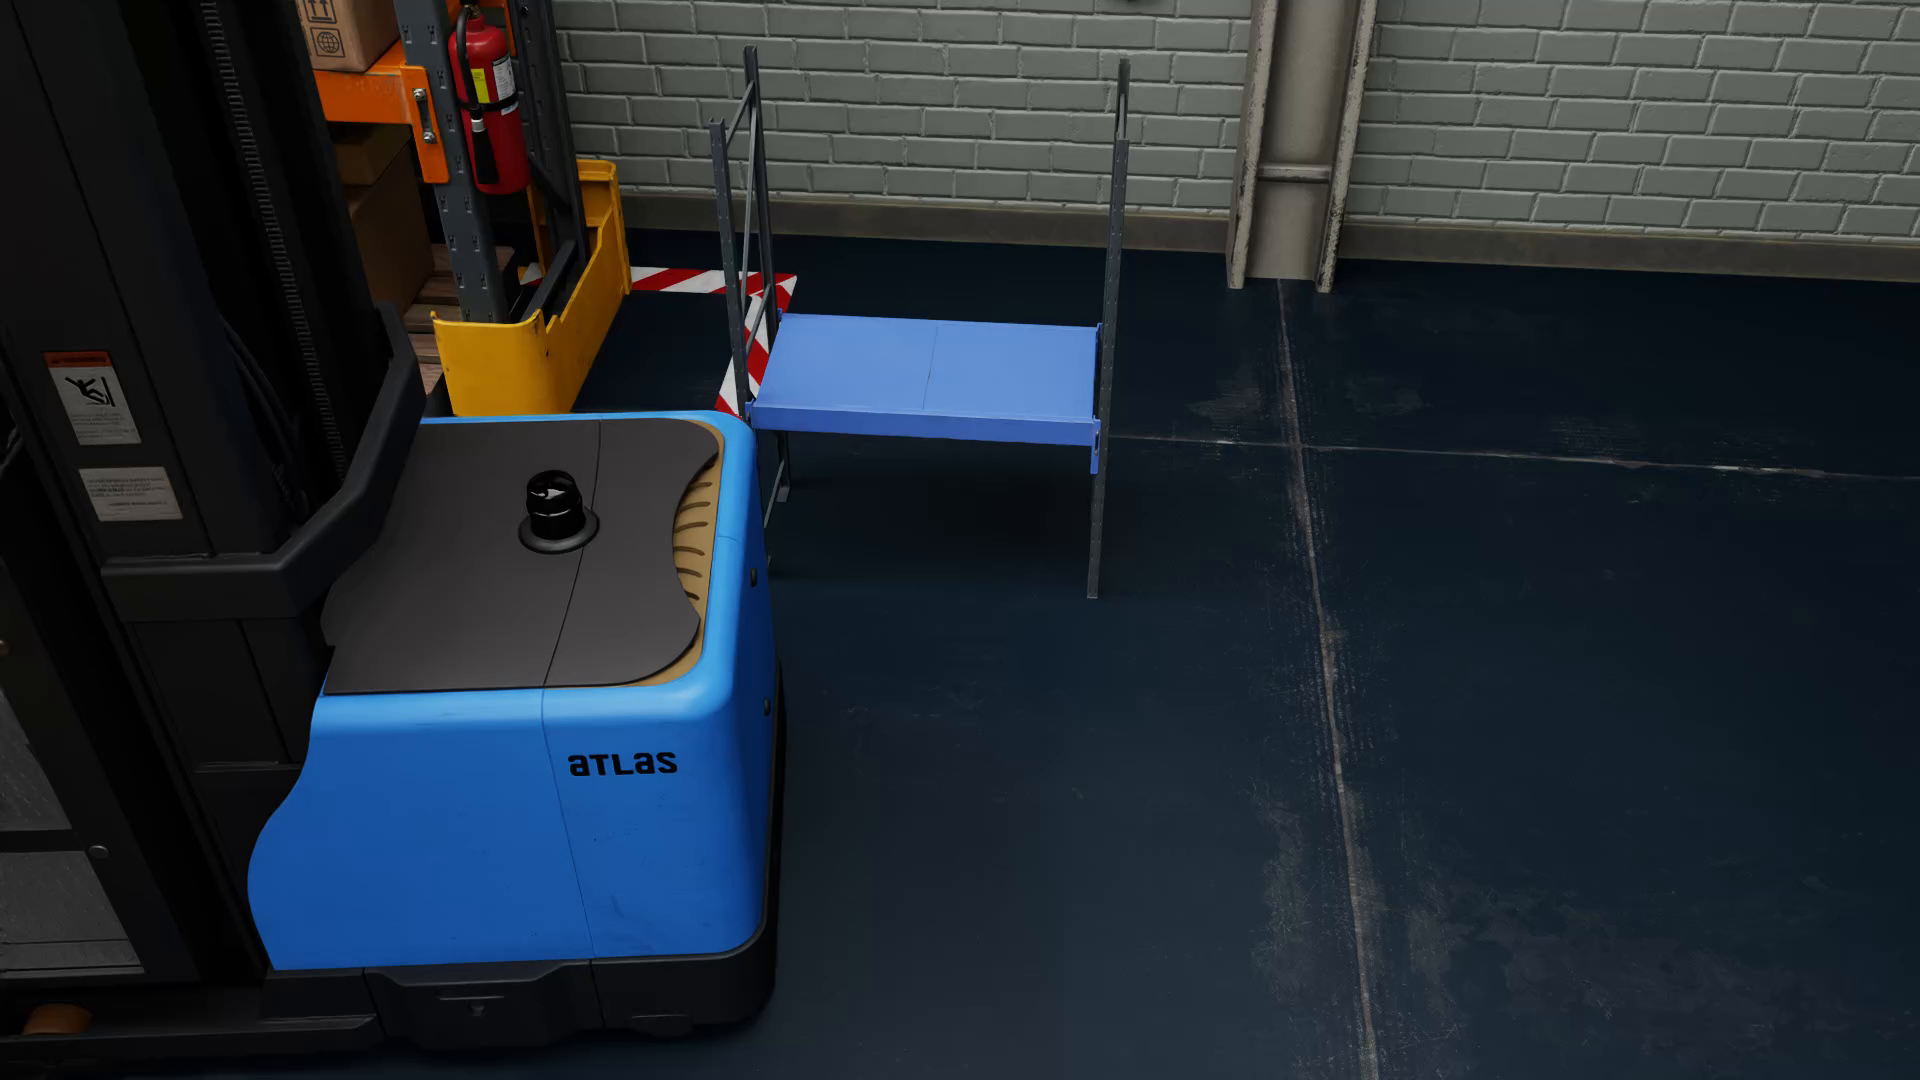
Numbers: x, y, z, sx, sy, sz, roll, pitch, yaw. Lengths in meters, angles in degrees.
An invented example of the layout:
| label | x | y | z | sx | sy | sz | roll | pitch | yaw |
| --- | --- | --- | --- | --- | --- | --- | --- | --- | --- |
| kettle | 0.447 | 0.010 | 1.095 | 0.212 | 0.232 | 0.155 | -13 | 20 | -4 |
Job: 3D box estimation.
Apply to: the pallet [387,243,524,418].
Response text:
| label | x | y | z | sx | sy | sz | roll | pitch | yaw |
| --- | --- | --- | --- | --- | --- | --- | --- | --- | --- |
| pallet | -2.316 | -0.743 | 5.996 | 1.213 | 0.211 | 1.003 | 3 | 39 | 4 |

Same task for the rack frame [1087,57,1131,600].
| label | x | y | z | sx | sy | sz | roll | pitch | yaw |
| --- | --- | --- | --- | --- | --- | --- | --- | --- | --- |
| rack frame | 0.421 | -0.559 | 4.748 | 0.032 | 1.500 | 0.500 | 3 | 39 | 4 |

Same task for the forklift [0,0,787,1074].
| label | x | y | z | sx | sy | sz | roll | pitch | yaw |
| --- | --- | --- | --- | --- | --- | --- | --- | --- | --- |
| forklift | -1.965 | -0.270 | 3.260 | 3.031 | 2.935 | 1.130 | -2 | 39 | -2 |

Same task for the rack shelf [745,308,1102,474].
| label | x | y | z | sx | sy | sz | roll | pitch | yaw |
| --- | --- | --- | --- | --- | --- | --- | --- | --- | --- |
| rack shelf | -0.085 | -0.447 | 4.896 | 1.000 | 0.185 | 0.538 | 3 | 39 | 4 |

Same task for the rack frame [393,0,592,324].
| label | x | y | z | sx | sy | sz | roll | pitch | yaw |
| --- | --- | --- | --- | --- | --- | --- | --- | --- | --- |
| rack frame | -1.512 | -1.831 | 5.123 | 0.127 | 3.000 | 1.000 | 3 | 39 | 4 |

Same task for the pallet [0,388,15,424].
| label | x | y | z | sx | sy | sz | roll | pitch | yaw |
| --- | --- | --- | --- | --- | --- | --- | --- | --- | --- |
| pallet | -3.528 | -0.811 | 6.080 | 1.213 | 0.211 | 1.003 | 3 | 39 | 4 |

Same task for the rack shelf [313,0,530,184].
| label | x | y | z | sx | sy | sz | roll | pitch | yaw |
| --- | --- | --- | --- | --- | --- | --- | --- | --- | --- |
| rack shelf | -3.505 | -1.660 | 5.484 | 4.000 | 0.370 | 1.077 | 3 | 39 | 4 |

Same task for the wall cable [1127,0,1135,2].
| label | x | y | z | sx | sy | sz | roll | pitch | yaw |
| --- | --- | --- | --- | --- | --- | --- | --- | --- | --- |
| wall cable | -0.155 | -2.750 | 5.447 | 1.851 | 1.984 | 0.084 | 3 | 39 | 4 |

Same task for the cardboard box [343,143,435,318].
| label | x | y | z | sx | sy | sz | roll | pitch | yaw |
| --- | --- | --- | --- | --- | --- | --- | --- | --- | --- |
| cardboard box | -2.218 | -0.999 | 5.749 | 0.500 | 0.500 | 0.700 | 3 | 39 | 4 |

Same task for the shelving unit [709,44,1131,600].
| label | x | y | z | sx | sy | sz | roll | pitch | yaw |
| --- | --- | --- | --- | --- | --- | --- | --- | --- | --- |
| shelving unit | -0.085 | -0.586 | 4.782 | 1.048 | 1.500 | 0.538 | 3 | 39 | 4 |

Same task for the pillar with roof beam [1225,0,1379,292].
| label | x | y | z | sx | sy | sz | roll | pitch | yaw |
| --- | --- | --- | --- | --- | --- | --- | --- | --- | --- |
| pillar with roof beam | 0.881 | -1.847 | 0.390 | 0.400 | 9.000 | 9.100 | 3 | 39 | 4 |

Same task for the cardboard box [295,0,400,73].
| label | x | y | z | sx | sy | sz | roll | pitch | yaw |
| --- | --- | --- | --- | --- | --- | --- | --- | --- | --- |
| cardboard box | -2.021 | -1.968 | 5.055 | 0.700 | 0.700 | 0.980 | 5 | 39 | 6 |

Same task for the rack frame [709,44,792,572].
| label | x | y | z | sx | sy | sz | roll | pitch | yaw |
| --- | --- | --- | --- | --- | --- | --- | --- | --- | --- |
| rack frame | -0.591 | -0.614 | 4.816 | 0.032 | 1.500 | 0.500 | 3 | 39 | 4 |

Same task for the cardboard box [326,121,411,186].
| label | x | y | z | sx | sy | sz | roll | pitch | yaw |
| --- | --- | --- | --- | --- | --- | --- | --- | --- | --- |
| cardboard box | -2.076 | -1.370 | 5.690 | 0.250 | 0.149 | 0.380 | 3 | 39 | 4 |

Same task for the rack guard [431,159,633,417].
| label | x | y | z | sx | sy | sz | roll | pitch | yaw |
| --- | --- | --- | --- | --- | --- | --- | --- | --- | --- |
| rack guard | -1.488 | -0.860 | 5.910 | 0.348 | 0.500 | 1.175 | 3 | 39 | 4 |

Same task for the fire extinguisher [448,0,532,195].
| label | x | y | z | sx | sy | sz | roll | pitch | yaw |
| --- | --- | --- | --- | --- | --- | --- | --- | --- | --- |
| fire extinguisher | -1.402 | -1.357 | 4.898 | 0.183 | 0.674 | 0.296 | 3 | 39 | 4 |
